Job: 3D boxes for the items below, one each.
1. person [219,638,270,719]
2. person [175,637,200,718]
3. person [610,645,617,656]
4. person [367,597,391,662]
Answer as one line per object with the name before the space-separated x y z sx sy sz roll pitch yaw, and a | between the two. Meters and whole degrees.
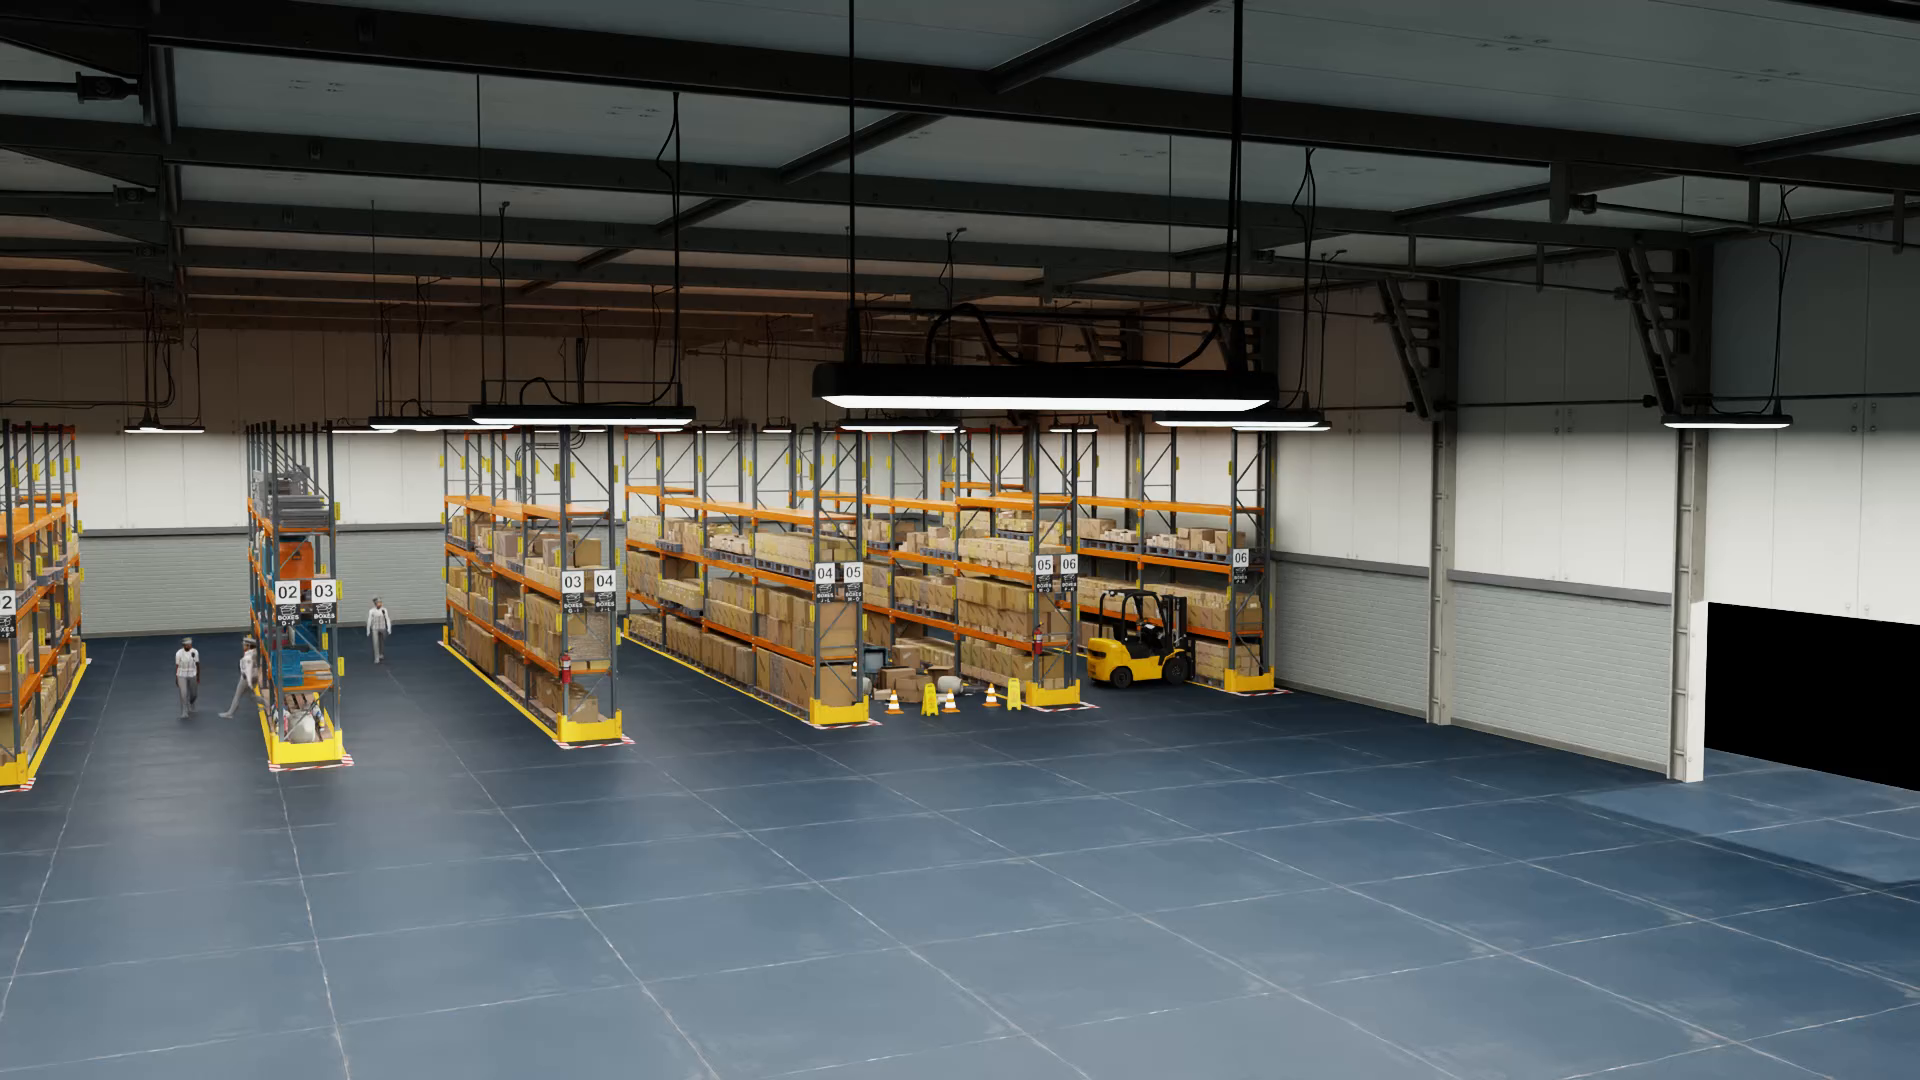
person | -14.395 2.778 33.548 0.977 1.619 0.522 0 4 4
person | -15.802 2.767 33.996 0.450 1.612 0.936 -2 4 -29
person | -9.001 2.249 42.361 0.518 1.660 0.489 0 4 4
person | -14.737 2.259 42.162 0.577 1.606 1.041 -1 4 -22
